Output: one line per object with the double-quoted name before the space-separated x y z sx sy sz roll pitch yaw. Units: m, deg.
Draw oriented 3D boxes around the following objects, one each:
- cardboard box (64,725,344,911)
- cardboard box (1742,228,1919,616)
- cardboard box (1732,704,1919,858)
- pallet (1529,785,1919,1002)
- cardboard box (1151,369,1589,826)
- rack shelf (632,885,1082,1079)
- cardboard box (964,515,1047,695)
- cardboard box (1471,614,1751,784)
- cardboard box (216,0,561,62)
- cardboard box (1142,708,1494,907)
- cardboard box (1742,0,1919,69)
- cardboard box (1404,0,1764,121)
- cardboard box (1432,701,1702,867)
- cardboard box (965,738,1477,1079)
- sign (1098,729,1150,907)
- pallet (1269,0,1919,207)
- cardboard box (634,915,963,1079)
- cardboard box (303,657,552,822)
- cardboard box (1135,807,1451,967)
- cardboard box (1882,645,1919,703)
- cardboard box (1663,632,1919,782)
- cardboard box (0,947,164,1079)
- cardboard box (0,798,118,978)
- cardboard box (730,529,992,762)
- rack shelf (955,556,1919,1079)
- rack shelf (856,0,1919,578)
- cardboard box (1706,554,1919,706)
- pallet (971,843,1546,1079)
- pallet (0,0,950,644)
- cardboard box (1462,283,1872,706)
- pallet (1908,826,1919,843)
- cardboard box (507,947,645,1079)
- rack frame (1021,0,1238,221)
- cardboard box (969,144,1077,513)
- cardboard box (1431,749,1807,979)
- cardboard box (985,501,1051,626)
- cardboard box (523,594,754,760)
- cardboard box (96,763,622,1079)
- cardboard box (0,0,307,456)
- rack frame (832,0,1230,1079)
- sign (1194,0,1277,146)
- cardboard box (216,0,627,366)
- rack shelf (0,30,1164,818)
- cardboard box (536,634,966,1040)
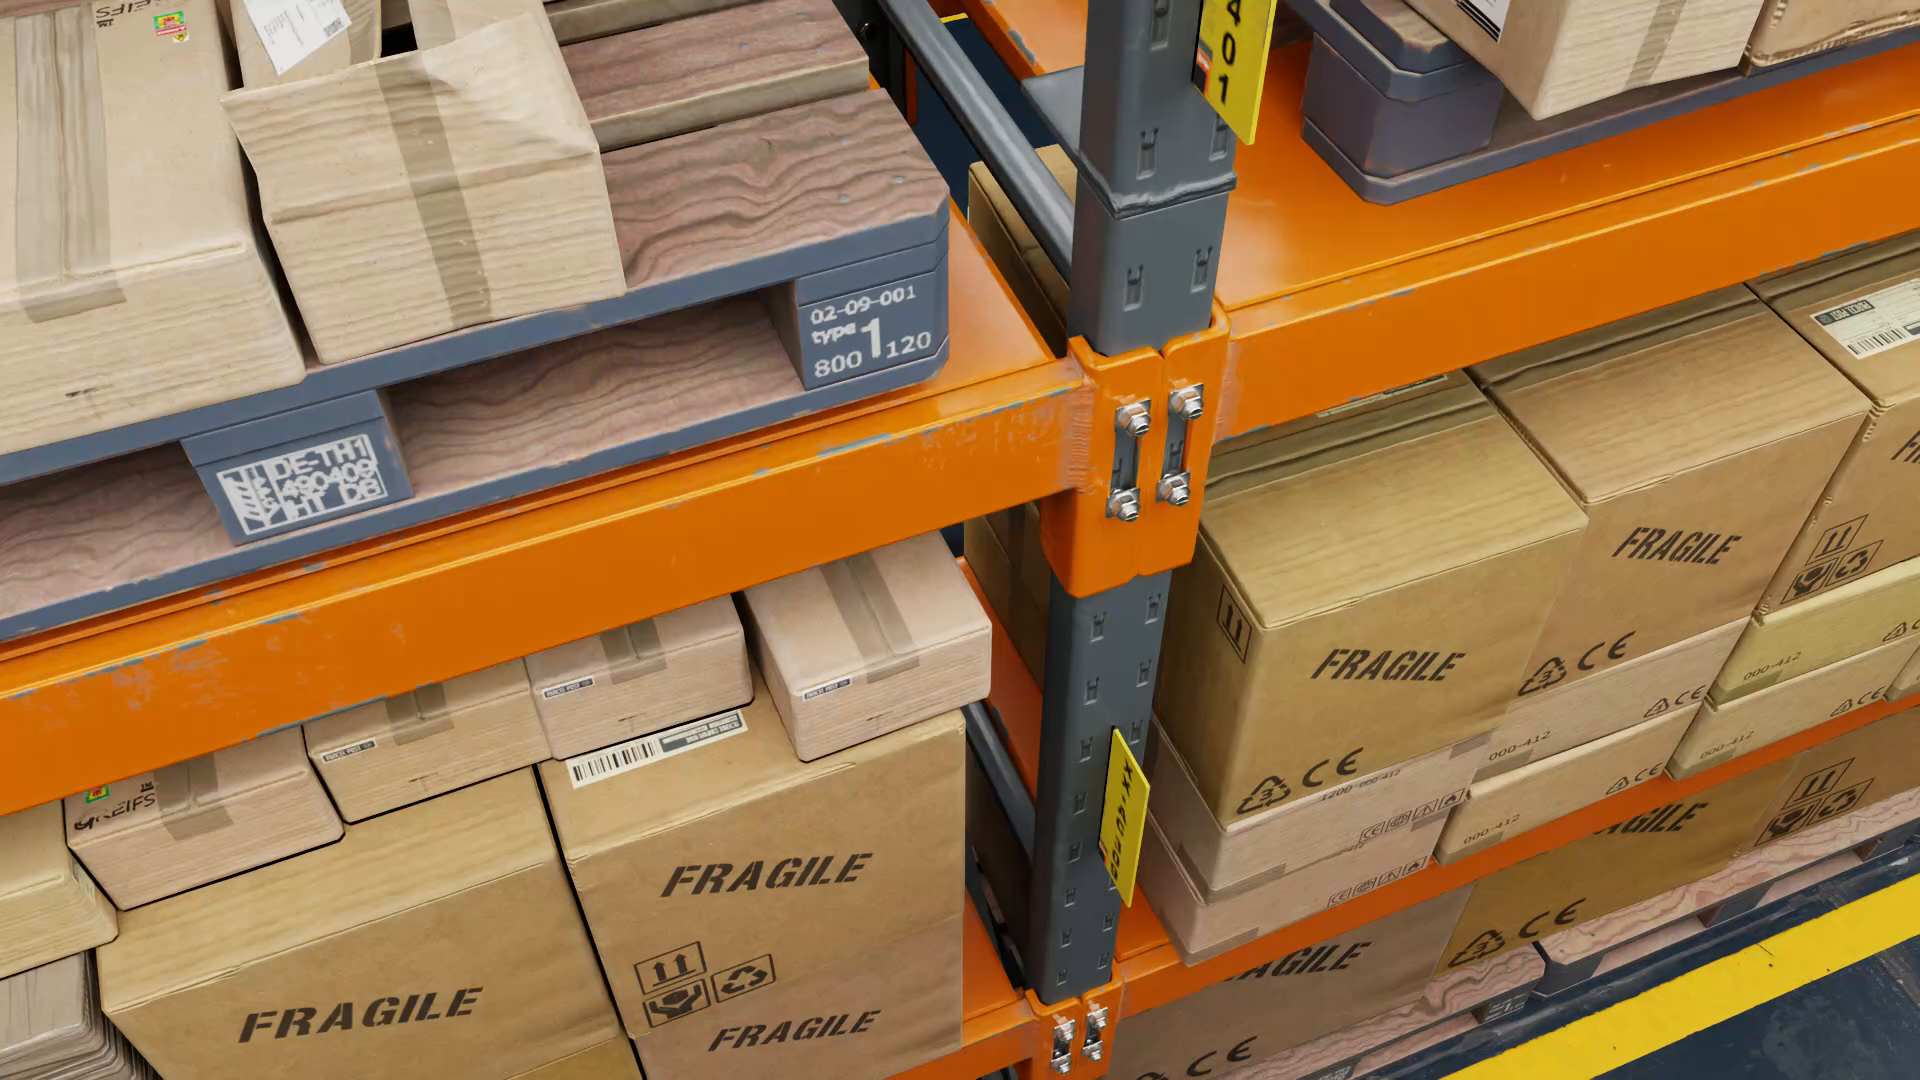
"cardboard box" -0.897 0.202 1.947 0.250 0.149 0.380 -18 52 -15
"cardboard box" 1.457 -0.280 2.788 0.500 0.500 0.500 -18 52 -15
"cardboard box" 2.220 0.111 4.301 0.875 0.875 0.875 -17 51 -14
"pallet" 1.832 0.592 4.603 1.213 0.211 1.003 -17 52 -14
"cardboard box" 0.531 0.028 2.524 0.500 0.500 0.500 -17 51 -14
"rack shelf" -1.837 1.118 2.787 4.000 0.370 1.077 -17 52 -14
"cardboard box" 0.335 0.053 3.326 0.500 0.250 0.500 -18 52 -15
"cardboard box" 1.001 0.099 2.957 0.500 0.250 0.500 -16 51 -14
"cardboard box" -0.609 -0.848 1.615 0.500 0.500 0.500 -16 51 -14
"cardboard box" 0.529 0.268 2.812 0.500 0.250 0.500 -19 52 -15
"cardboard box" 0.940 -0.886 1.713 0.500 0.500 0.500 -18 52 -15
"cardboard box" 0.610 -0.658 1.672 0.258 0.266 0.396 -18 52 -15
"cardboard box" 1.000 0.269 3.141 0.500 0.250 0.500 -18 52 -15
"cardboard box" 0.559 0.632 3.854 0.875 0.875 0.875 -16 51 -13
"sign" 0.226 0.392 2.313 0.005 0.325 0.100 -17 52 -14
"pallet" 0.845 -0.902 2.197 1.217 0.209 0.805 -19 52 -16
"cardboard box" -0.318 0.590 2.700 0.500 0.500 0.500 -17 51 -14
"cardboard box" -0.670 0.117 2.020 0.250 0.149 0.380 -17 51 -14
"cardboard box" 0.522 0.418 3.012 0.500 0.250 0.500 -18 52 -15
"cardboard box" 1.947 -0.004 3.375 0.500 0.250 0.500 -18 52 -15
"cardboard box" 1.481 0.133 3.257 0.500 0.250 0.500 -18 52 -15
"cardboard box" -1.258 0.574 2.055 0.500 0.500 0.500 -17 51 -14
"cardboard box" -1.115 0.299 1.864 0.250 0.149 0.380 -18 52 -15
"cardboard box" -0.150 0.052 2.075 0.250 0.149 0.380 -18 52 -15
"rack shelf" 1.866 -0.029 3.772 4.000 0.370 1.077 -17 52 -14
"rack shelf" 1.866 -1.006 2.634 4.000 0.370 1.077 -17 52 -14
"cardboard box" 1.478 -0.027 3.065 0.500 0.250 0.500 -17 51 -14
"pallet" 0.701 0.945 4.300 1.213 0.211 1.003 -17 52 -14
"pallet" -0.747 -0.411 1.707 1.213 0.211 1.003 -17 52 -14
"cardboard box" 0.991 -0.138 2.666 0.500 0.500 0.500 -17 52 -14
"pallet" 2.959 0.245 4.901 1.213 0.211 1.003 -17 52 -14
"cardboard box" -0.792 0.742 2.570 0.500 0.500 0.500 -18 52 -15
"rack frame" 0.015 -1.644 0.730 0.127 3.000 1.000 -17 52 -14
"cardboard box" 0.333 -0.353 2.851 0.500 0.500 0.500 -16 51 -13
"cardboard box" 1.392 0.367 4.081 0.875 0.875 0.875 -16 51 -13
"cardboard box" 0.331 -0.101 3.129 0.500 0.250 0.500 -17 52 -14
"cardboard box" -0.435 0.052 2.076 0.250 0.149 0.380 -16 51 -13
"cardboard box" -0.790 0.421 2.186 0.500 0.500 0.500 -18 52 -15
"cardboard box" -0.700 -0.271 1.351 0.250 0.149 0.380 -16 51 -13
"rack frame" 0.015 0.310 3.006 0.127 3.000 1.000 -17 52 -14
"sign" 0.226 -0.472 1.308 0.005 0.325 0.100 -17 52 -14
"cardboard box" -0.455 -0.385 1.372 0.258 0.266 0.396 -16 51 -13
"rack shelf" -1.837 0.141 1.649 4.000 0.370 1.077 -17 52 -14
"cardboard box" -0.318 0.281 2.306 0.500 0.500 0.500 -18 52 -15
